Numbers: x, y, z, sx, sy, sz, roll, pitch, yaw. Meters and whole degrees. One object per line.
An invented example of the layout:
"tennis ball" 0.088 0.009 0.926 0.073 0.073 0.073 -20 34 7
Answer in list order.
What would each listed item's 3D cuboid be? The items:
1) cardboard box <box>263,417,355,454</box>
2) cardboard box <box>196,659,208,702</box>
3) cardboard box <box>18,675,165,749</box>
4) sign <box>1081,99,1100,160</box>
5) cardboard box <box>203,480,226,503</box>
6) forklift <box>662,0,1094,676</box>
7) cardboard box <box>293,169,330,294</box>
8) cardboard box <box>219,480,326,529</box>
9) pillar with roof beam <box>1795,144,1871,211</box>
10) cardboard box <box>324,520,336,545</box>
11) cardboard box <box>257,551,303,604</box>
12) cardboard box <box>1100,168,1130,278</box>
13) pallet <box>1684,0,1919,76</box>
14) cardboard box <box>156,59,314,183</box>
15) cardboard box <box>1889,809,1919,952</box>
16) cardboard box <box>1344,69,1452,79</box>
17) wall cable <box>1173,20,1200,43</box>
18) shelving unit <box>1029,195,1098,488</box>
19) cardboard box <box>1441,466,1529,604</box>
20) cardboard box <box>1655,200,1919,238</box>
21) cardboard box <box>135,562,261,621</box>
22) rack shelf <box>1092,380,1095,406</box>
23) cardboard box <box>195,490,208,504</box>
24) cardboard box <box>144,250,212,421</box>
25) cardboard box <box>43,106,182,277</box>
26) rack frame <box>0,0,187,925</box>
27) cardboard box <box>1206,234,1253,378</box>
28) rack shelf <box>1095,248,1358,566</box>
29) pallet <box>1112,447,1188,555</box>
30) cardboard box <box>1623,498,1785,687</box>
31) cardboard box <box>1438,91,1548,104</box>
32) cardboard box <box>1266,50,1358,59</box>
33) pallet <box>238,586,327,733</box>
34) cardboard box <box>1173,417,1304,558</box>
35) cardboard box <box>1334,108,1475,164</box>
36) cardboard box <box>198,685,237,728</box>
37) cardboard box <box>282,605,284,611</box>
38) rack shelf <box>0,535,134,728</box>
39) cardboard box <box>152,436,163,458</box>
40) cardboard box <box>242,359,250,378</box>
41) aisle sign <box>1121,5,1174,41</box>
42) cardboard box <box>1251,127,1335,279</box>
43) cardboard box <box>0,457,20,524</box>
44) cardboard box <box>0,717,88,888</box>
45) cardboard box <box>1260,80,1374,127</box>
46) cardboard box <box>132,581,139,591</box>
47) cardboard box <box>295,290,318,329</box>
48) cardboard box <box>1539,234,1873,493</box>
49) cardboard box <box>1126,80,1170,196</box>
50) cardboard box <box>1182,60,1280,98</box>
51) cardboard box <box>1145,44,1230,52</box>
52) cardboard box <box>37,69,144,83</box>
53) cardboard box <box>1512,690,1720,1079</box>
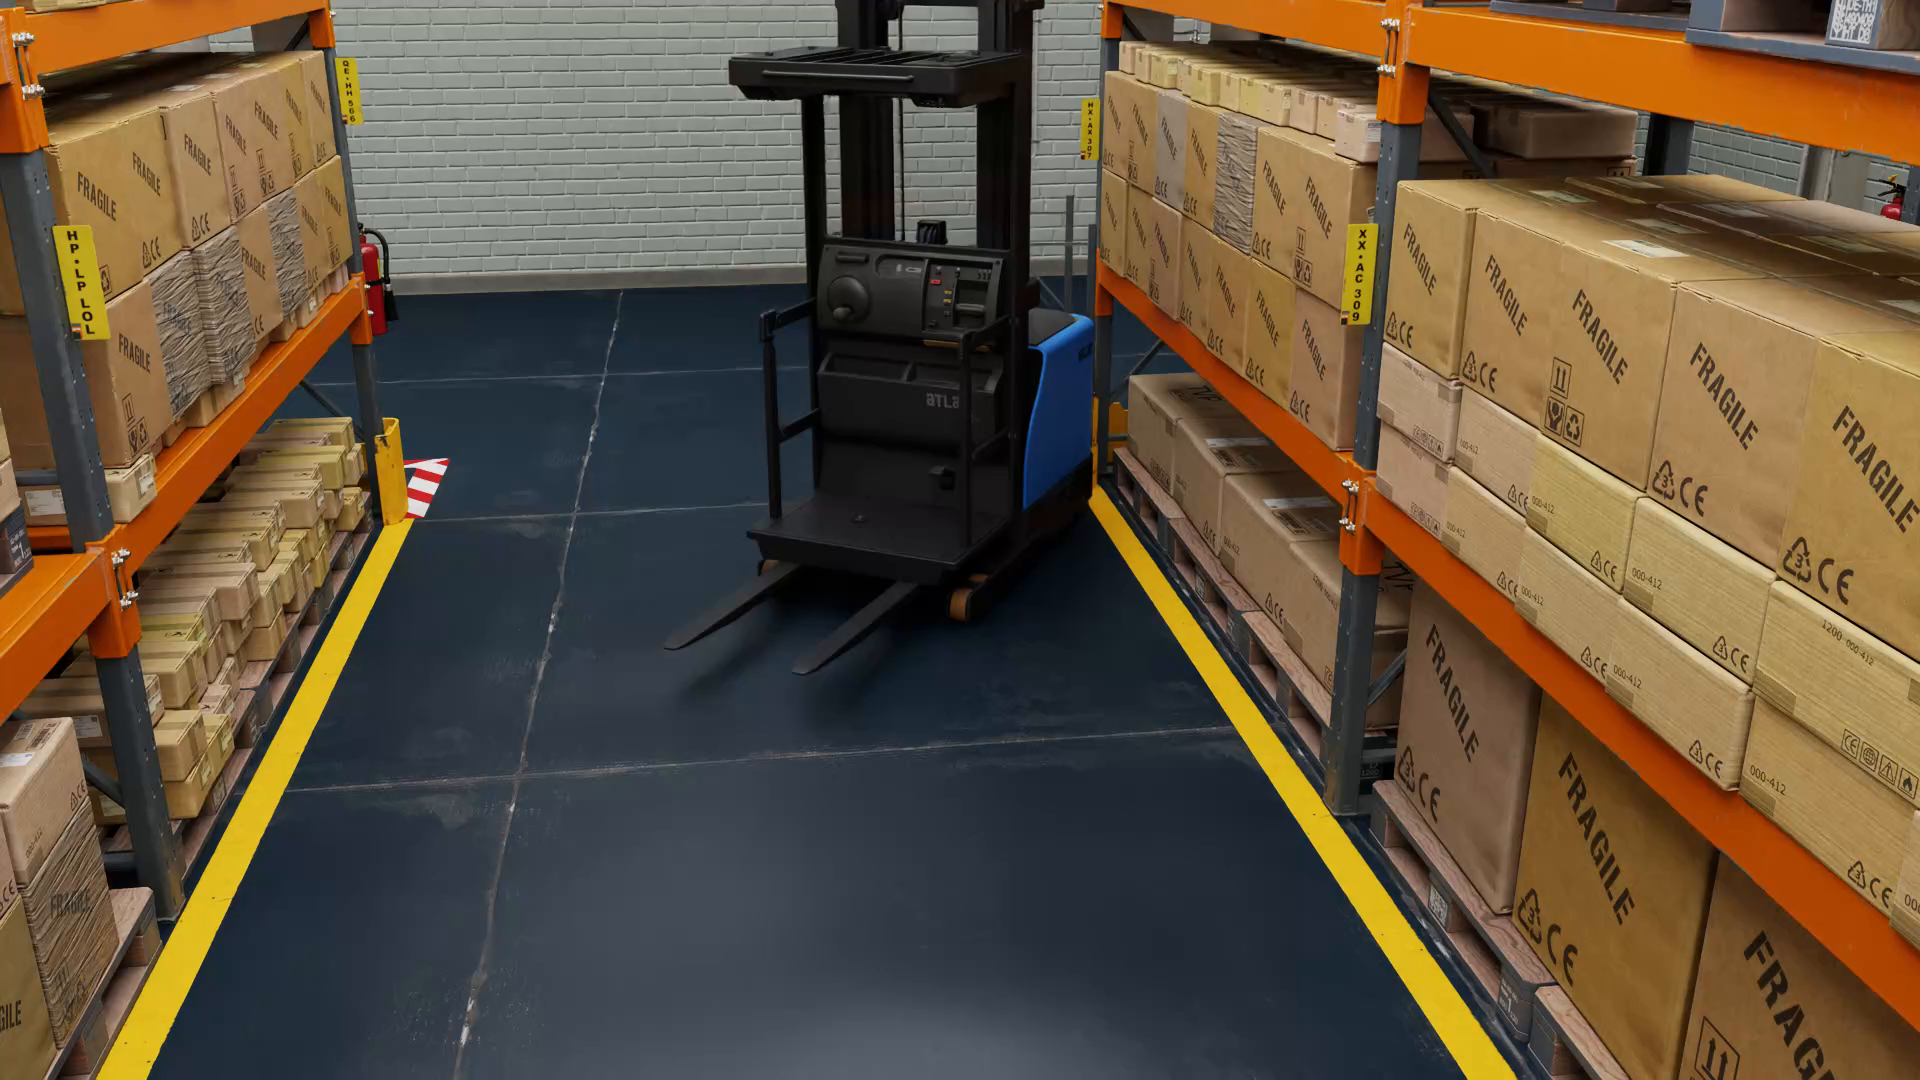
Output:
"cardboard box" -3.294 -0.512 8.425 0.380 0.149 0.250 -3 21 -7
"cardboard box" -2.977 0.534 6.049 0.380 0.149 0.250 -3 21 -8
"cardboard box" -2.890 0.572 5.521 0.380 0.149 0.250 -2 21 -6
"sign" 0.712 -2.244 9.088 0.100 0.325 0.005 -3 21 -8
"cardboard box" -3.694 -0.171 7.937 0.380 0.149 0.250 -3 21 -7
"forklift" -0.324 -1.159 7.630 1.130 2.935 3.031 9 22 22
"cardboard box" -3.233 -1.408 7.631 0.500 0.500 0.500 -3 21 -9
"cardboard box" -3.084 -0.156 7.472 0.380 0.149 0.250 -2 21 -6
"pillar with roof beam" 2.417 -5.652 10.987 9.100 9.000 0.400 -3 21 -8
"cardboard box" -3.249 -0.053 8.045 0.380 0.149 0.250 -3 21 -8
"cardboard box" -3.013 0.167 7.032 0.380 0.149 0.250 -3 21 -7
"cardboard box" 1.047 -1.694 8.821 0.500 0.500 0.500 -3 21 -8
"pallet" 2.106 -0.982 3.041 1.003 0.211 1.213 -2 21 -5
"cardboard box" -3.236 -1.876 7.456 0.500 0.500 0.500 -4 21 -10
"cardboard box" 1.996 0.674 2.838 0.500 0.250 0.500 -3 21 -7
"cardboard box" 1.849 -1.913 7.051 0.380 0.149 0.250 -3 21 -8
"wall cable" 1.828 -4.330 14.571 0.588 1.984 0.122 -3 21 -8
"shelving unit" 0.461 -1.182 9.737 0.587 1.500 1.083 -1 21 -3
"cardboard box" 1.717 -0.028 4.718 0.500 0.250 0.500 -3 21 -9
"cardboard box" 2.234 -0.637 4.563 0.500 0.500 0.500 -3 21 -7
"cardboard box" -2.972 0.207 6.498 0.380 0.149 0.250 -2 21 -7
"rack shelf" 0.461 -1.010 9.791 0.538 0.185 1.000 -1 21 -3
"cardboard box" -3.696 -0.220 7.641 0.380 0.149 0.250 -4 21 -10
"cardboard box" -2.945 -0.700 5.734 0.500 0.500 0.500 -3 21 -8
"cardboard box" -2.959 -1.160 5.538 0.500 0.500 0.500 -4 21 -9
"rack frame" -3.045 -0.158 4.853 1.000 3.000 0.127 -3 21 -8
"cardboard box" 1.352 -0.989 6.933 0.500 0.500 0.500 -3 21 -9
"rack shelf" 1.551 -0.798 7.595 1.077 0.370 4.000 -3 21 -8
"pallet" 1.455 -0.249 9.080 1.003 0.211 1.213 -3 21 -8
"cardboard box" 1.848 0.090 3.688 0.500 0.250 0.500 -4 21 -9
"cardboard box" 1.919 -1.559 6.103 0.380 0.149 0.250 -3 21 -8
"cardboard box" 1.689 -2.272 8.012 0.380 0.149 0.250 -2 21 -7
"pallet" -3.356 0.494 7.092 1.003 0.211 1.213 -3 21 -8
"cardboard box" 1.597 -0.284 8.252 0.875 0.438 0.875 -2 21 -6
"cardboard box" 1.480 -1.353 5.551 0.380 0.149 0.250 -3 21 -9
"cardboard box" -2.905 0.663 6.129 0.380 0.149 0.250 -3 21 -8
"cardboard box" -3.120 0.304 7.089 0.380 0.149 0.250 -2 21 -6
"rack shelf" -2.757 0.871 3.124 1.077 0.370 4.000 -3 21 -8
"cardboard box" -2.963 -0.330 5.673 0.380 0.149 0.250 -4 21 -10
"cardboard box" -3.084 -0.699 6.660 0.380 0.149 0.250 -2 21 -6
"aisle sign" 0.965 -3.056 8.895 0.394 0.787 0.004 -3 21 -8
"cardboard box" 1.432 -1.284 6.294 0.500 0.500 0.500 -3 21 -9
"cardboard box" -2.792 -0.110 4.482 0.380 0.149 0.250 -3 21 -9
"cardboard box" -2.687 0.710 4.429 0.500 0.250 0.500 -3 21 -9
"cardboard box" 1.397 -1.708 6.502 0.380 0.149 0.250 -3 21 -8
"cardboard box" -3.526 0.290 6.700 0.380 0.149 0.250 -4 21 -10
"cardboard box" -3.185 -1.066 7.641 0.380 0.149 0.250 -2 21 -6
"cardboard box" 1.788 -0.443 4.042 0.500 0.500 0.500 -3 21 -9
"cardboard box" 1.131 -1.984 8.169 0.500 0.500 0.500 -3 21 -9
"cardboard box" 1.212 -2.060 7.446 0.380 0.149 0.250 -3 21 -7
"cardboard box" 1.148 -2.423 8.417 0.380 0.149 0.250 -2 21 -6
"cardboard box" -3.688 -1.673 6.912 0.500 0.500 0.500 -3 21 -9
"cardboard box" 2.145 0.879 4.513 0.875 0.875 0.875 -2 21 -6
